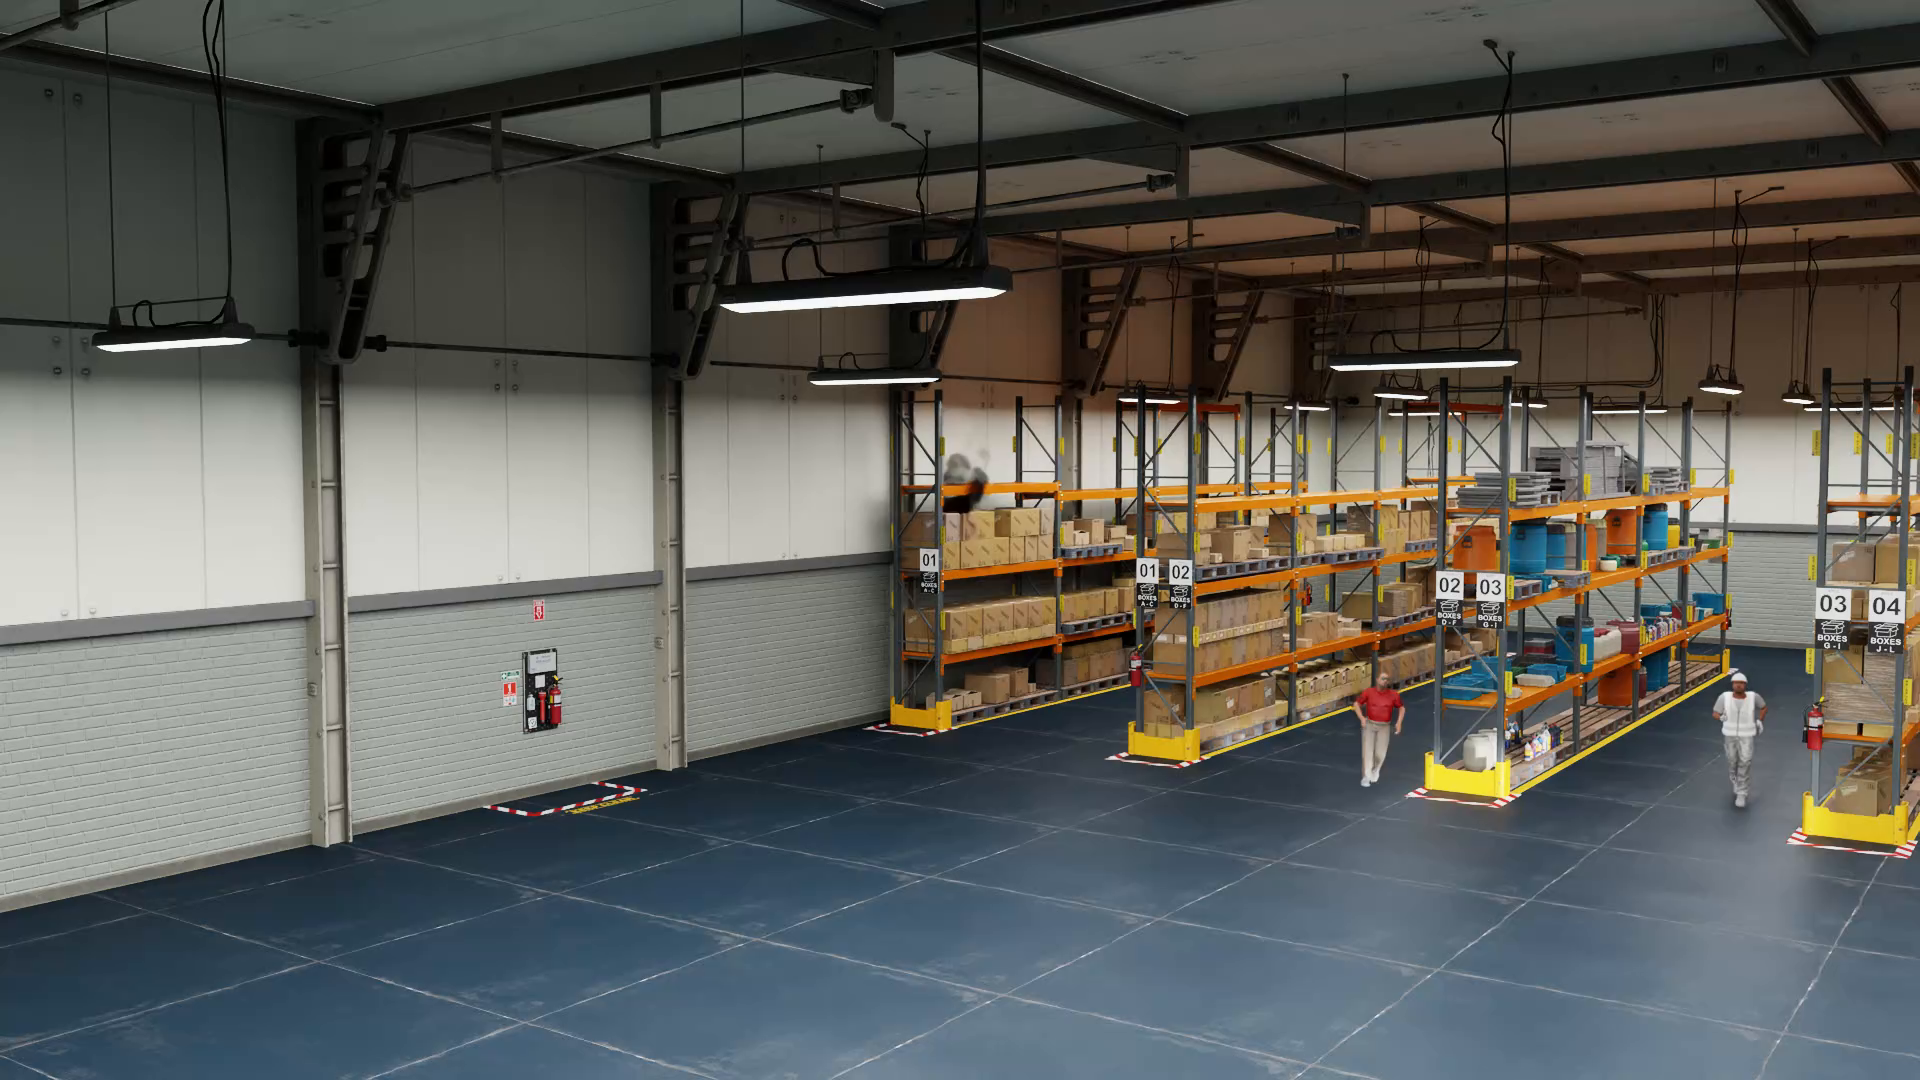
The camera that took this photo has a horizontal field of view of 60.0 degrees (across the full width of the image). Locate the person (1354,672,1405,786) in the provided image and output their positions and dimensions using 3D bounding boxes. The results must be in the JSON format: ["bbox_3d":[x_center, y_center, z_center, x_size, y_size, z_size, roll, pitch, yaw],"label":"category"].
[{"bbox_3d":[6.172,2.791,24.496,0.735,1.680,0.497,1,3,13],"label":"person"}]

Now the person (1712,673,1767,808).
[{"bbox_3d":[10.963,2.778,23.428,0.672,1.819,0.909,2,4,32],"label":"person"}]
